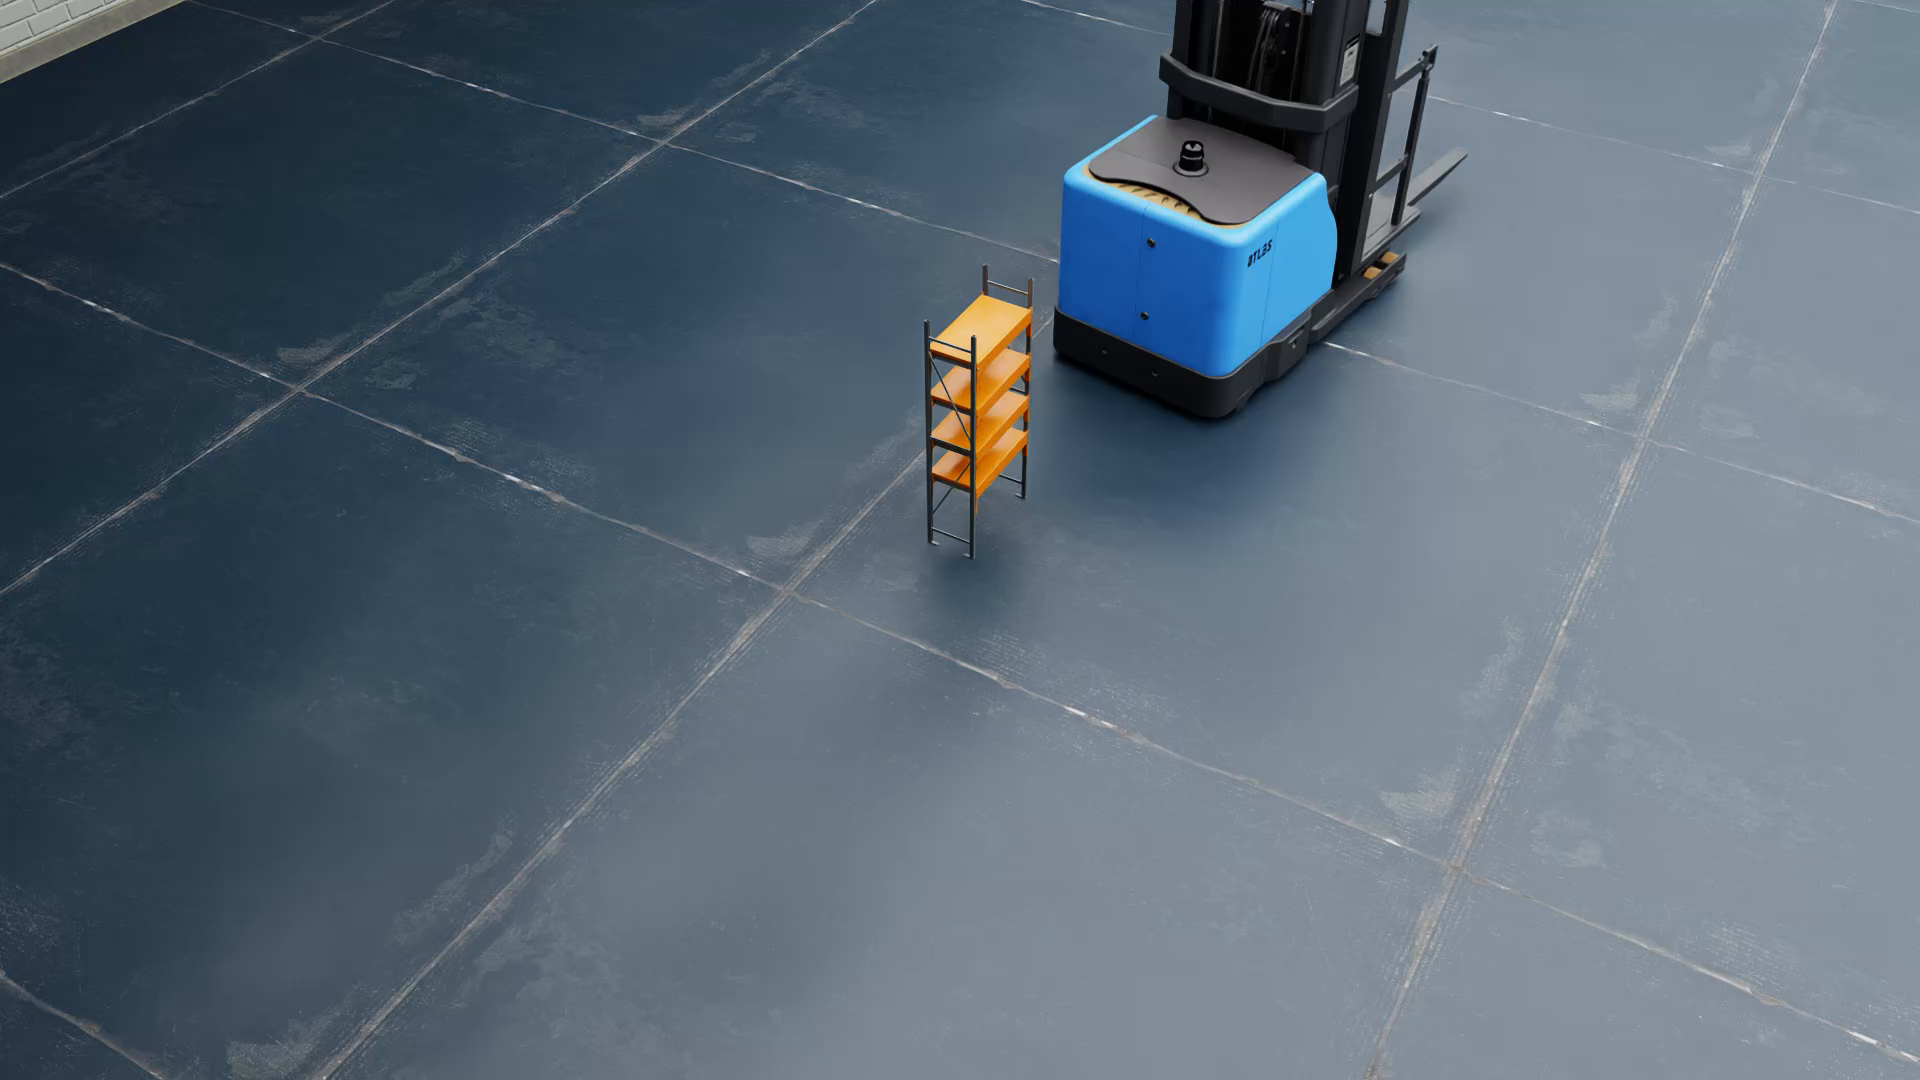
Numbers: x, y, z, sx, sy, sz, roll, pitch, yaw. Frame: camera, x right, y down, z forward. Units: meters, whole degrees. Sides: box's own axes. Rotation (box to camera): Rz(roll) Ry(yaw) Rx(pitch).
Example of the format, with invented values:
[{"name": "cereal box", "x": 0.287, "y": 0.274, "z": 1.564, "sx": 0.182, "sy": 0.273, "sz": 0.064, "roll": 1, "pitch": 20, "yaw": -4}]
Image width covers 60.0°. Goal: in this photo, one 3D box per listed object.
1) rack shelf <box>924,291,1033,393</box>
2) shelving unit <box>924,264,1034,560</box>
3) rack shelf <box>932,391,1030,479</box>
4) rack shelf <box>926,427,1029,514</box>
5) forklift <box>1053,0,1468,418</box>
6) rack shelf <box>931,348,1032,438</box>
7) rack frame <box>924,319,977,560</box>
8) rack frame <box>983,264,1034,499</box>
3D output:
[{"name": "rack shelf", "x": 0.083, "y": -0.840, "z": 7.017, "sx": 0.258, "sy": 0.148, "sz": 0.480, "roll": 21, "pitch": 45, "yaw": 22}, {"name": "shelving unit", "x": 0.083, "y": -0.545, "z": 7.277, "sx": 0.258, "sy": 1.200, "sz": 0.503, "roll": 21, "pitch": 45, "yaw": 22}, {"name": "rack shelf", "x": 0.083, "y": -0.495, "z": 7.321, "sx": 0.258, "sy": 0.148, "sz": 0.480, "roll": 21, "pitch": 45, "yaw": 22}, {"name": "rack shelf", "x": 0.083, "y": -0.346, "z": 7.452, "sx": 0.258, "sy": 0.148, "sz": 0.480, "roll": 21, "pitch": 45, "yaw": 22}, {"name": "forklift", "x": 1.799, "y": -2.608, "z": 8.309, "sx": 1.130, "sy": 2.935, "sz": 3.031, "roll": 28, "pitch": 49, "yaw": 28}, {"name": "rack shelf", "x": 0.083, "y": -0.662, "z": 7.173, "sx": 0.258, "sy": 0.148, "sz": 0.480, "roll": 21, "pitch": 45, "yaw": 22}, {"name": "rack frame", "x": -0.039, "y": -0.405, "z": 7.118, "sx": 0.240, "sy": 1.200, "sz": 0.015, "roll": 21, "pitch": 45, "yaw": 22}, {"name": "rack frame", "x": 0.205, "y": -0.685, "z": 7.435, "sx": 0.240, "sy": 1.200, "sz": 0.015, "roll": 21, "pitch": 45, "yaw": 22}]
